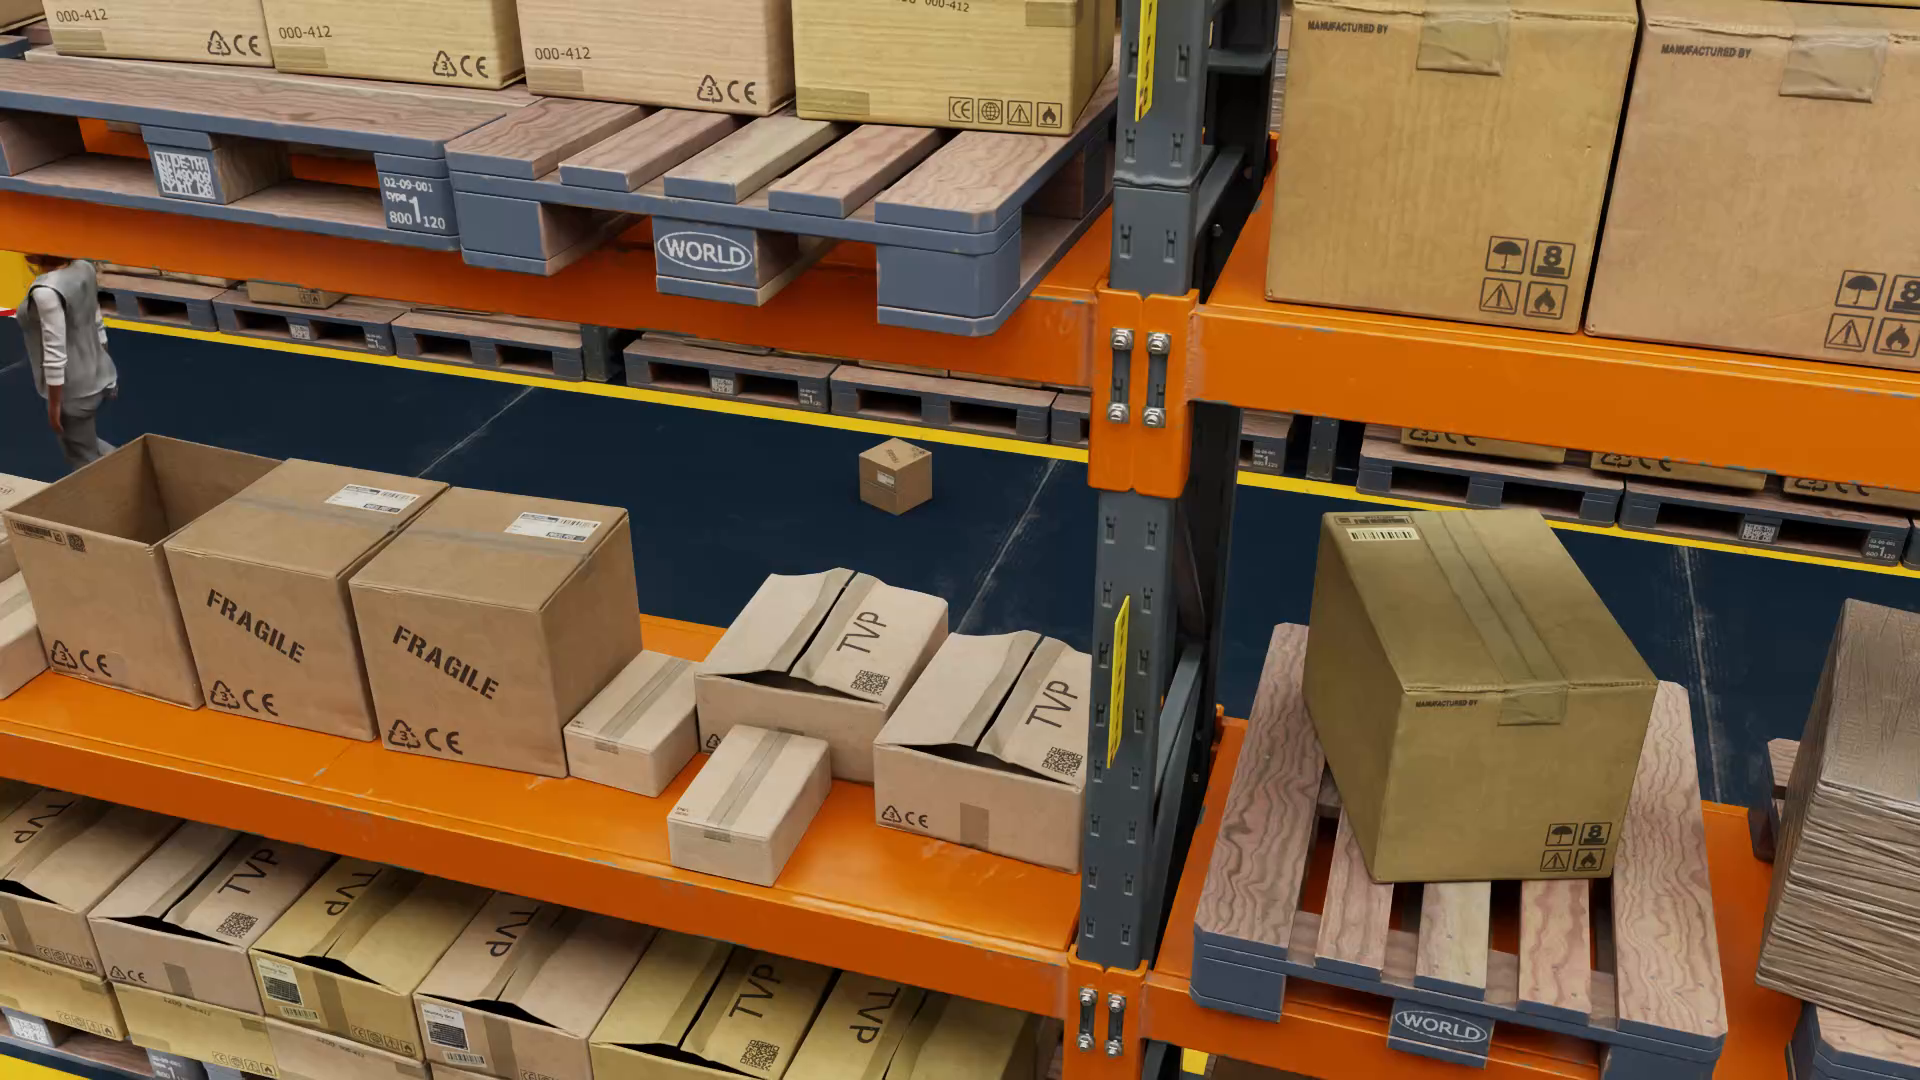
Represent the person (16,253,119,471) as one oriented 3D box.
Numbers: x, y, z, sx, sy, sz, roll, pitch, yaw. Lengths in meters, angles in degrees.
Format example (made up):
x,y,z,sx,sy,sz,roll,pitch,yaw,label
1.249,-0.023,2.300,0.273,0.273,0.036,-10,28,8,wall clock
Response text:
x,y,z,sx,sy,sz,roll,pitch,yaw,label
-3.846,-0.663,7.256,0.446,1.590,0.435,0,30,0,person
